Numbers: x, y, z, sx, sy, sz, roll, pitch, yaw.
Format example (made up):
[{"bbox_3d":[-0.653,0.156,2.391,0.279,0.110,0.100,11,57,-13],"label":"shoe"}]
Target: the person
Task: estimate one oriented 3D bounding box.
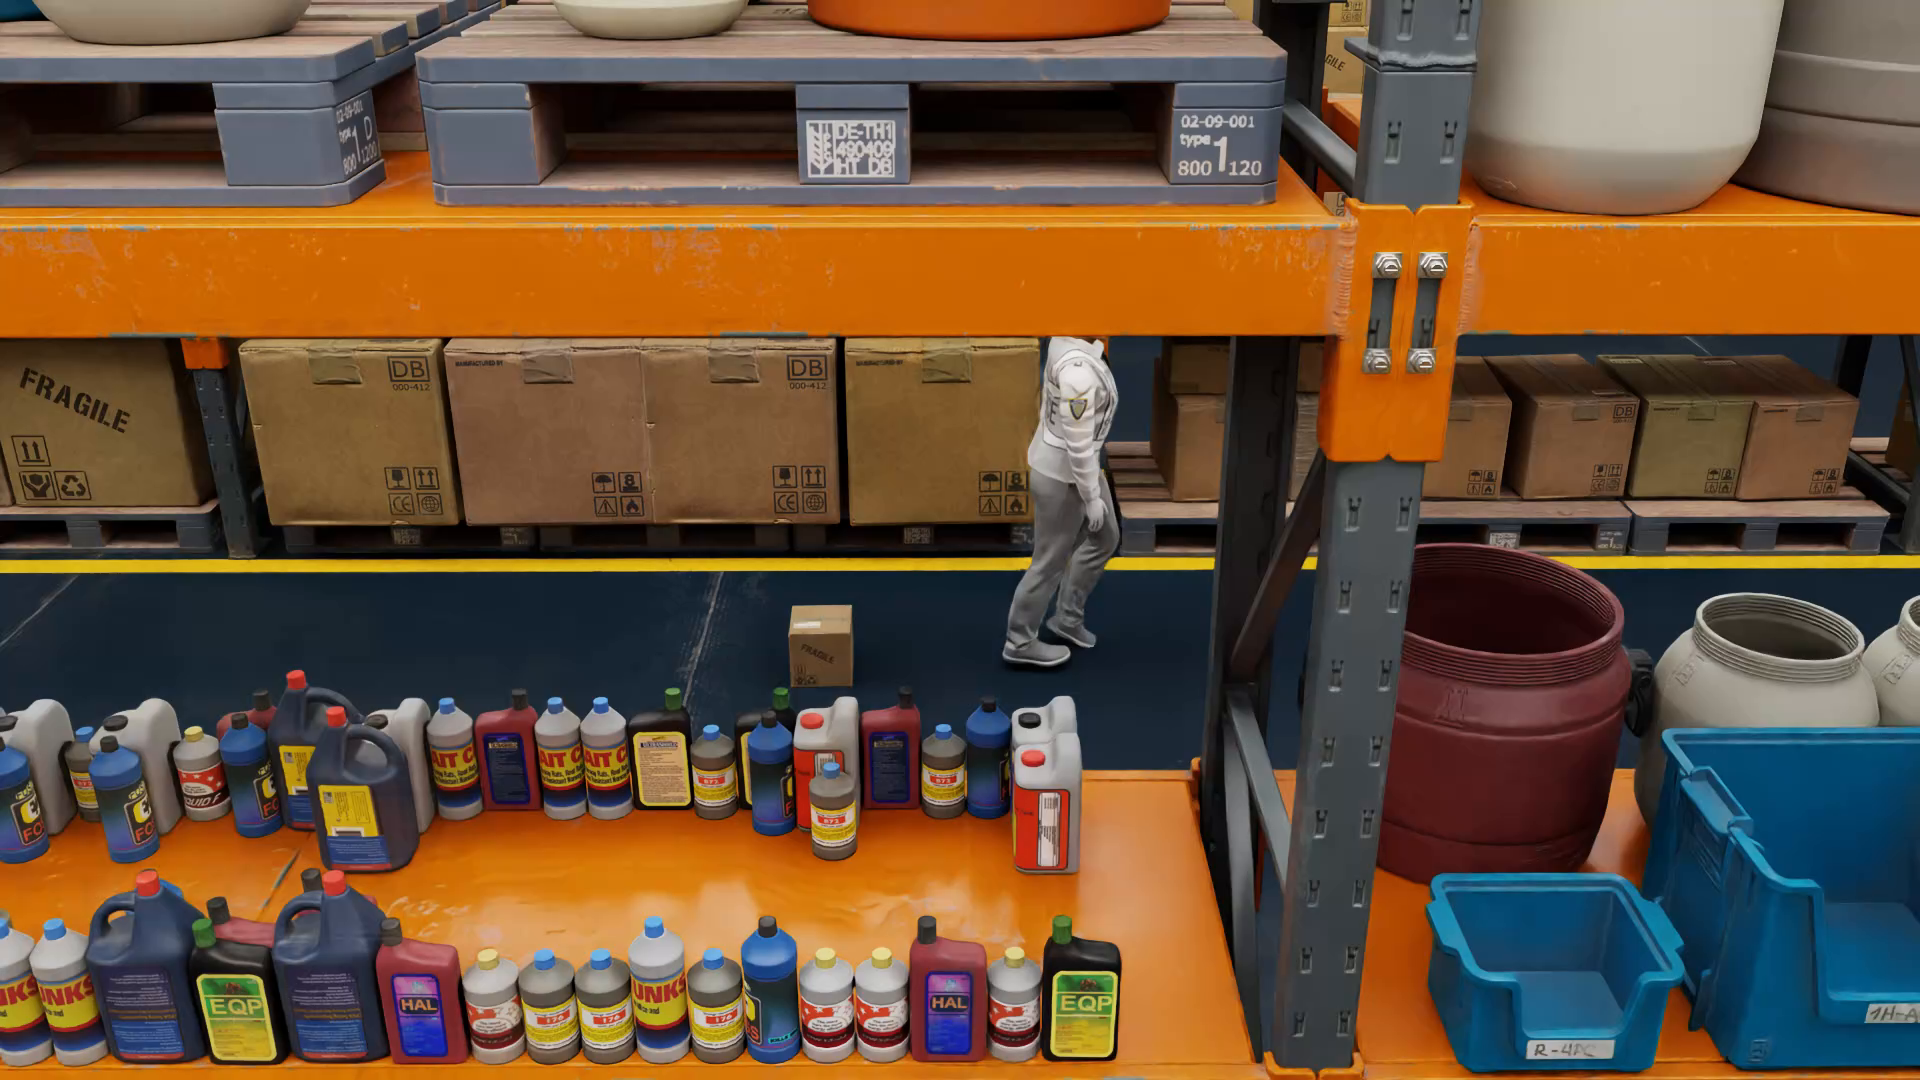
[{"bbox_3d":[0.416,-0.237,6.605,0.475,1.716,0.529,2,24,4],"label":"person"}]
